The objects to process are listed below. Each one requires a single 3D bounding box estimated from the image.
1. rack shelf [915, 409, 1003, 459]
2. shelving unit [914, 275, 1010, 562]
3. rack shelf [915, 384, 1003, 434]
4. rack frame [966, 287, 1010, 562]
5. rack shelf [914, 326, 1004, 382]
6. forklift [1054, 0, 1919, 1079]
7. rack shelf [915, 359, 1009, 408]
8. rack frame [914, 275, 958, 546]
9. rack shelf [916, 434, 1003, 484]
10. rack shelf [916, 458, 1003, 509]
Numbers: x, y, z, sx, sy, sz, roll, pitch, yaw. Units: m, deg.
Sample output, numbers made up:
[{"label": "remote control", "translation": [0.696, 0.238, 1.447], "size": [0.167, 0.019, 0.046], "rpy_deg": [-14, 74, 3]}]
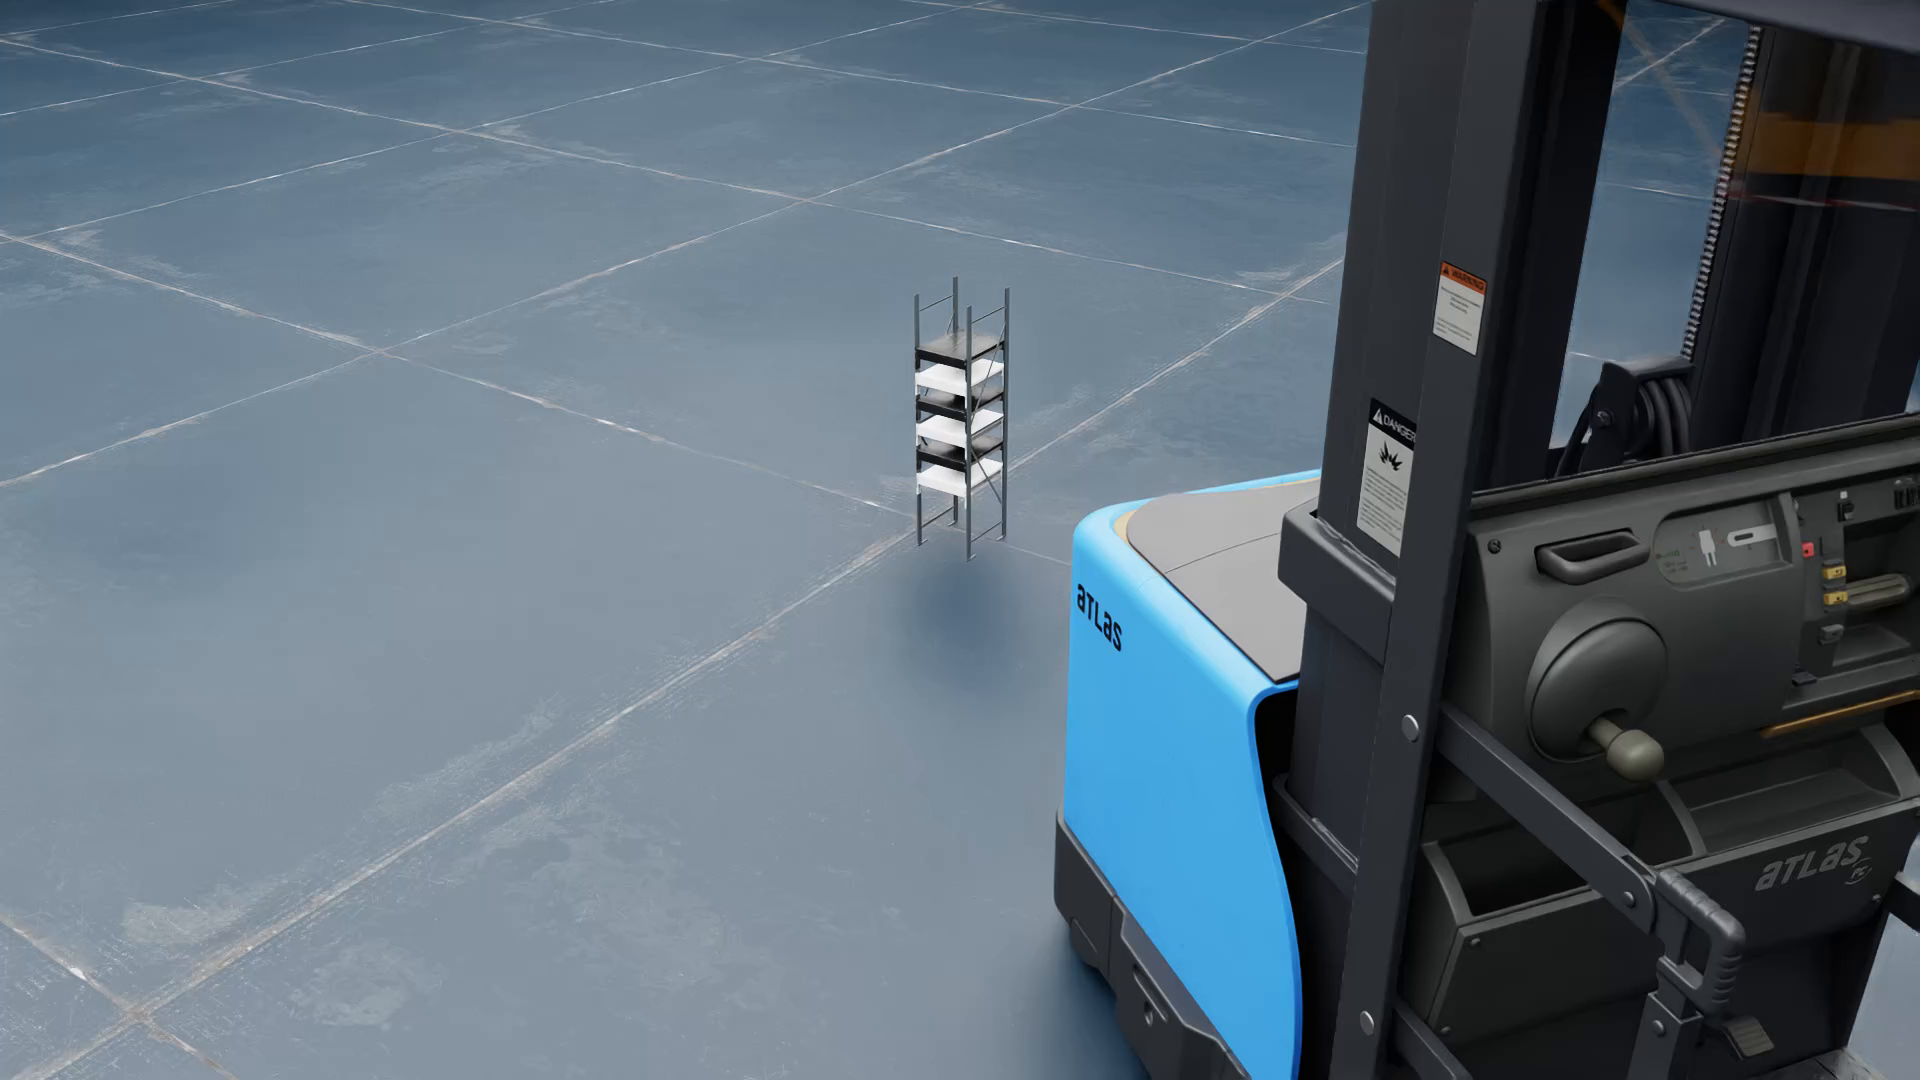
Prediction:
[{"label": "rack shelf", "translation": [0.007, -0.369, 5.557], "size": [0.200, 0.077, 0.258], "rpy_deg": [17, 32, 30]}, {"label": "shelving unit", "translation": [0.007, -0.399, 5.542], "size": [0.210, 0.900, 0.258], "rpy_deg": [17, 32, 30]}, {"label": "rack shelf", "translation": [0.007, -0.449, 5.516], "size": [0.200, 0.077, 0.258], "rpy_deg": [17, 32, 30]}, {"label": "rack frame", "translation": [0.090, -0.373, 5.490], "size": [0.006, 0.900, 0.240], "rpy_deg": [17, 32, 30]}, {"label": "rack shelf", "translation": [0.007, -0.610, 5.434], "size": [0.200, 0.077, 0.258], "rpy_deg": [17, 32, 30]}, {"label": "forklift", "translation": [1.226, 0.131, 2.262], "size": [1.130, 2.935, 3.031], "rpy_deg": [-10, 29, -19]}, {"label": "rack shelf", "translation": [0.007, -0.530, 5.475], "size": [0.200, 0.077, 0.258], "rpy_deg": [17, 32, 30]}, {"label": "rack frame", "translation": [-0.077, -0.425, 5.593], "size": [0.006, 0.900, 0.240], "rpy_deg": [17, 32, 30]}, {"label": "rack shelf", "translation": [0.007, -0.289, 5.598], "size": [0.200, 0.077, 0.258], "rpy_deg": [17, 32, 30]}, {"label": "rack shelf", "translation": [0.007, -0.209, 5.639], "size": [0.200, 0.077, 0.258], "rpy_deg": [17, 32, 30]}]
